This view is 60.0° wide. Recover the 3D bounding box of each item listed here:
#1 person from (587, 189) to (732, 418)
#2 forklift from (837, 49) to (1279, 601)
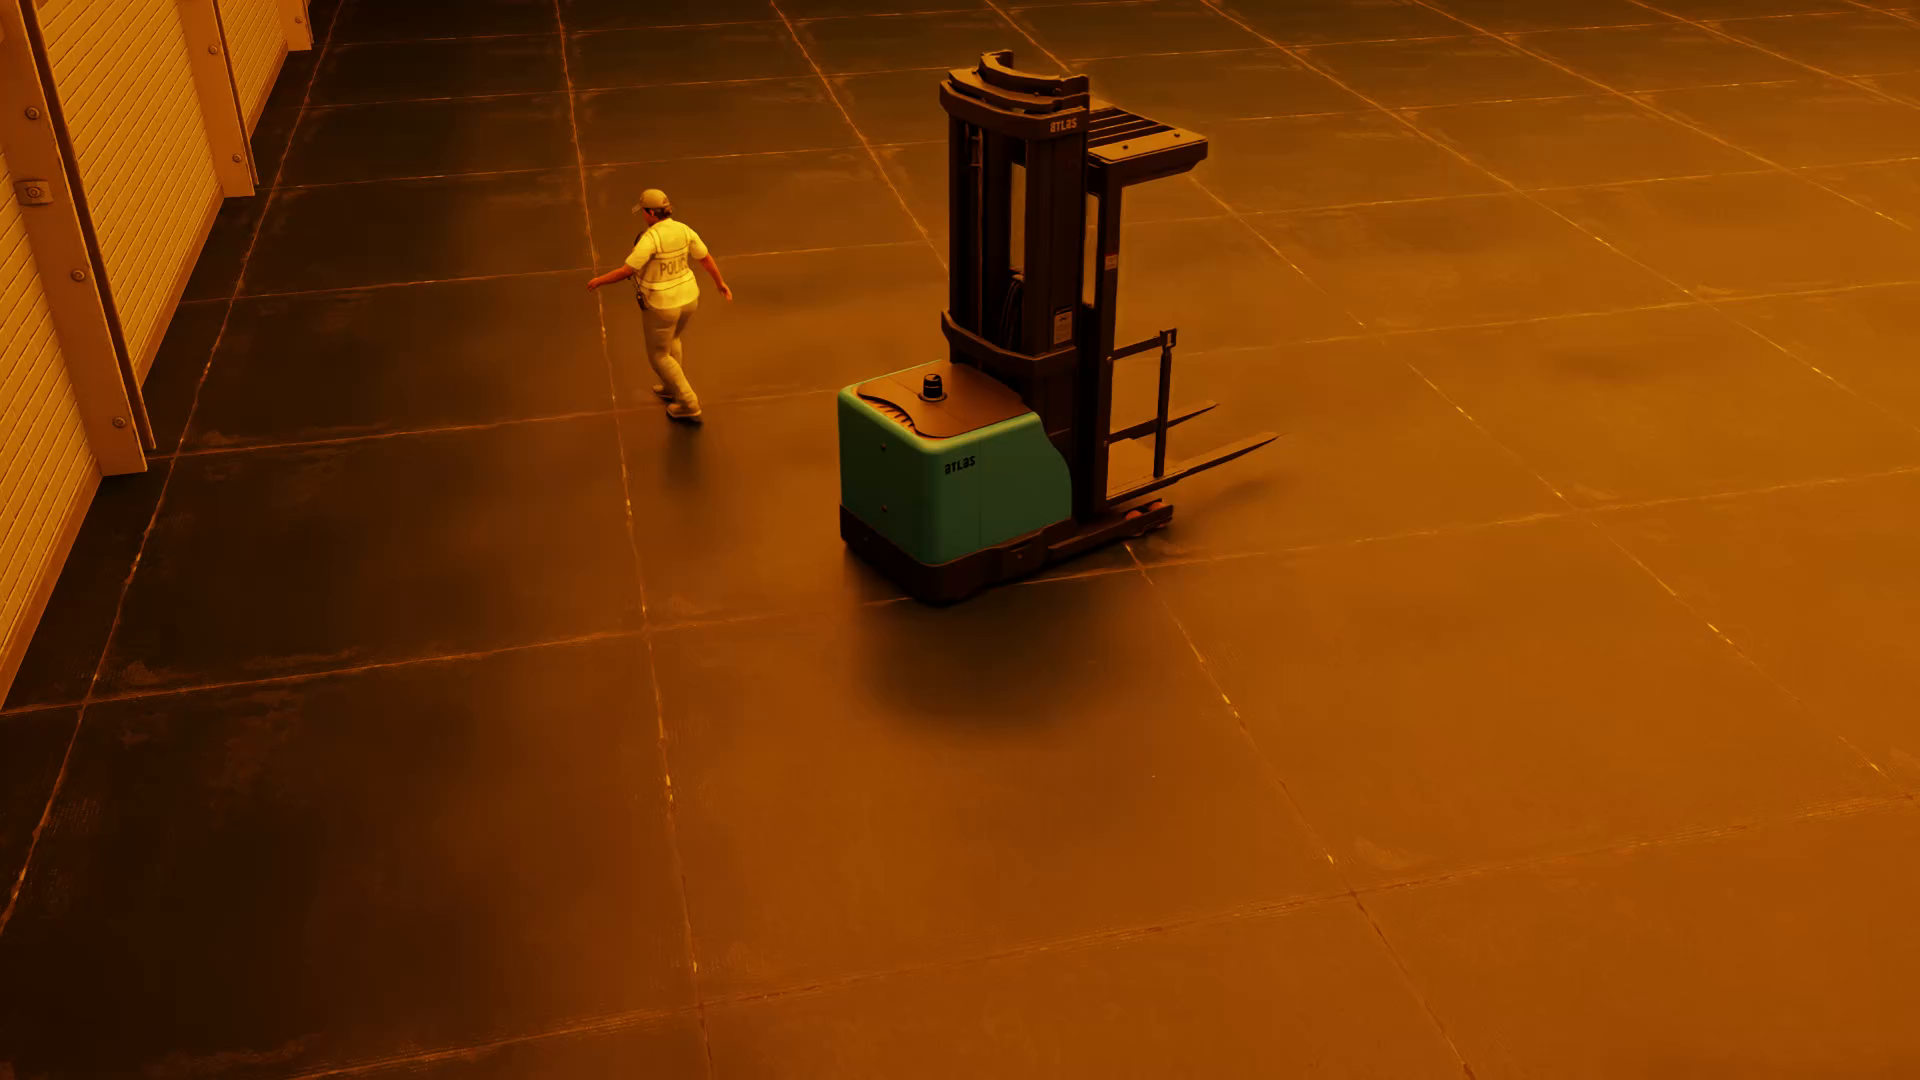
[{"bbox_3d":[-2.080,-1.697,11.814,0.718,1.644,0.884,21,36,32],"label":"person"},{"bbox_3d":[0.746,-1.481,10.133,3.031,2.935,1.130,-20,35,-30],"label":"forklift"}]
